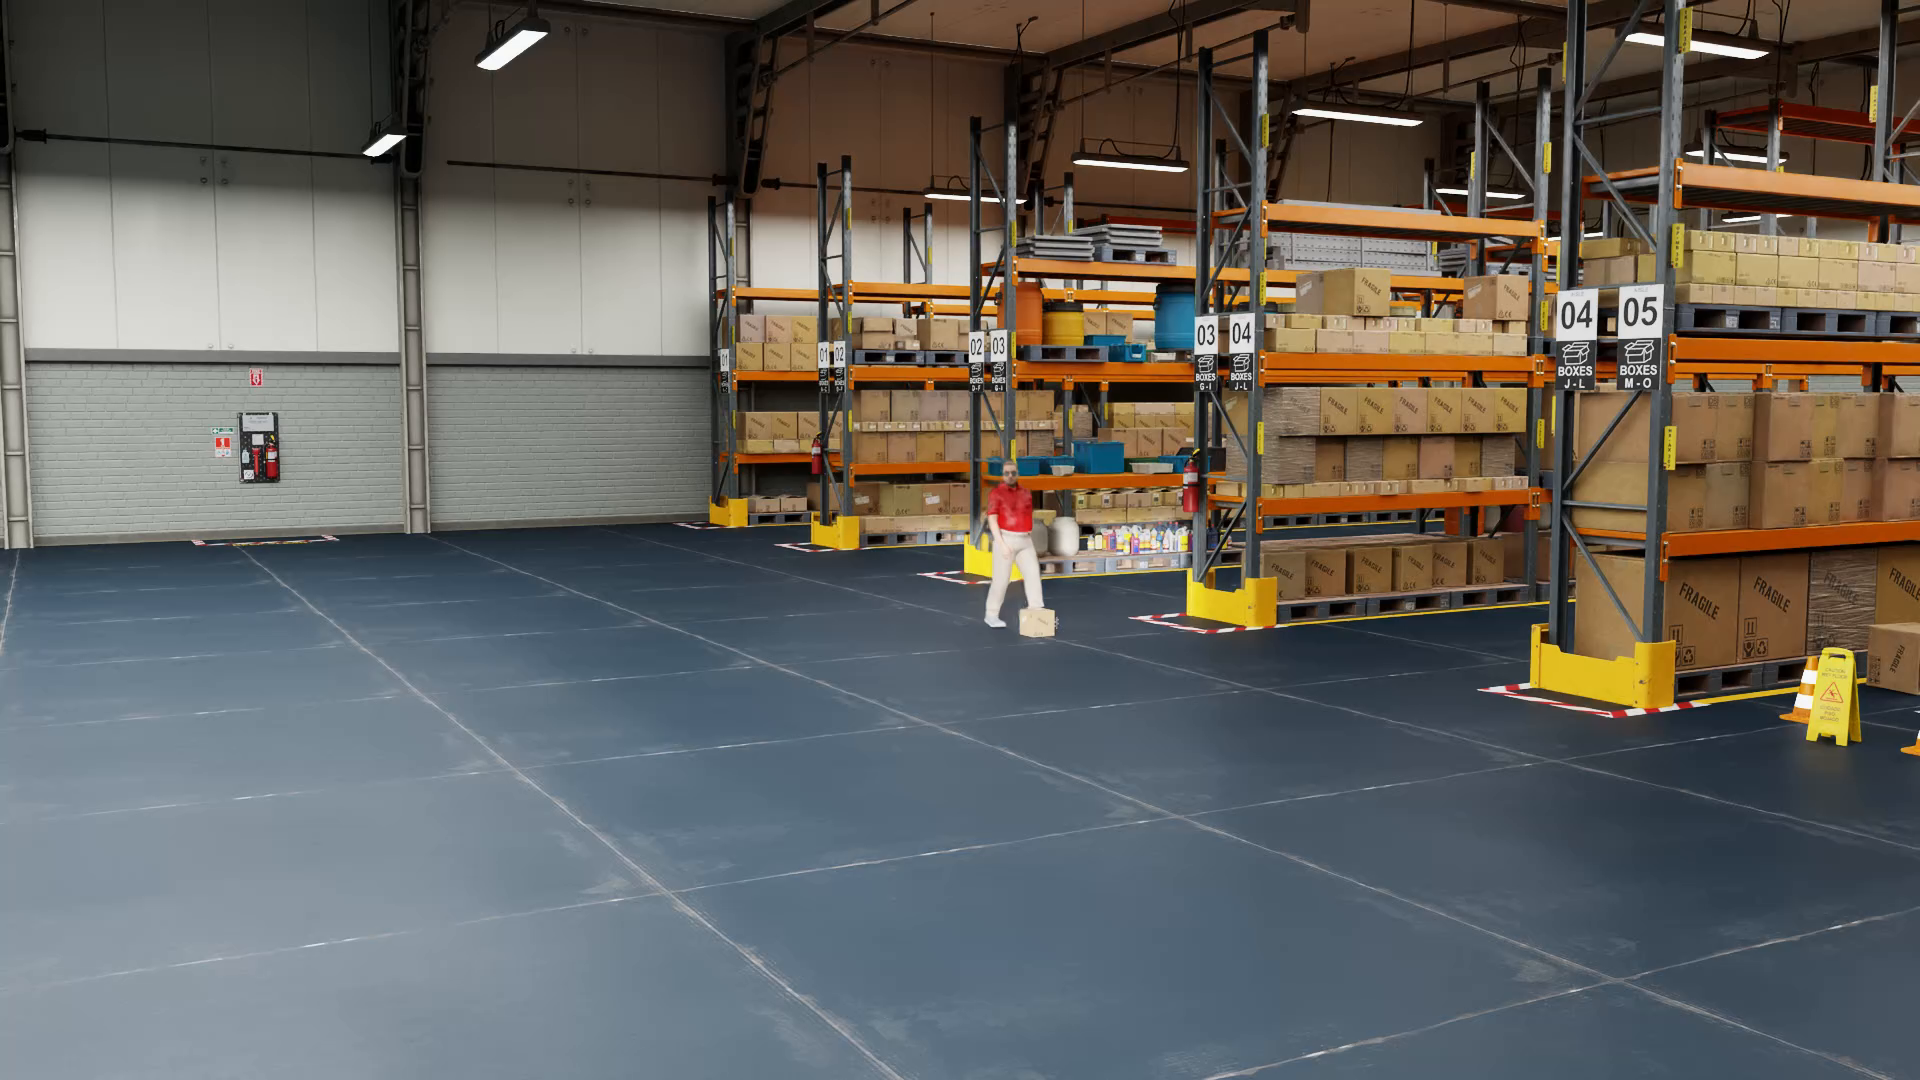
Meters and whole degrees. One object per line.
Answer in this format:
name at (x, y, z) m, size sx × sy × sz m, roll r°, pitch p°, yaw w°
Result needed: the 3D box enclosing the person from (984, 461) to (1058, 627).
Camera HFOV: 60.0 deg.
person at (0.592, 0.058, 16.729) m, size 0.569 × 1.699 × 0.951 m, roll -3°, pitch 6°, yaw -29°
